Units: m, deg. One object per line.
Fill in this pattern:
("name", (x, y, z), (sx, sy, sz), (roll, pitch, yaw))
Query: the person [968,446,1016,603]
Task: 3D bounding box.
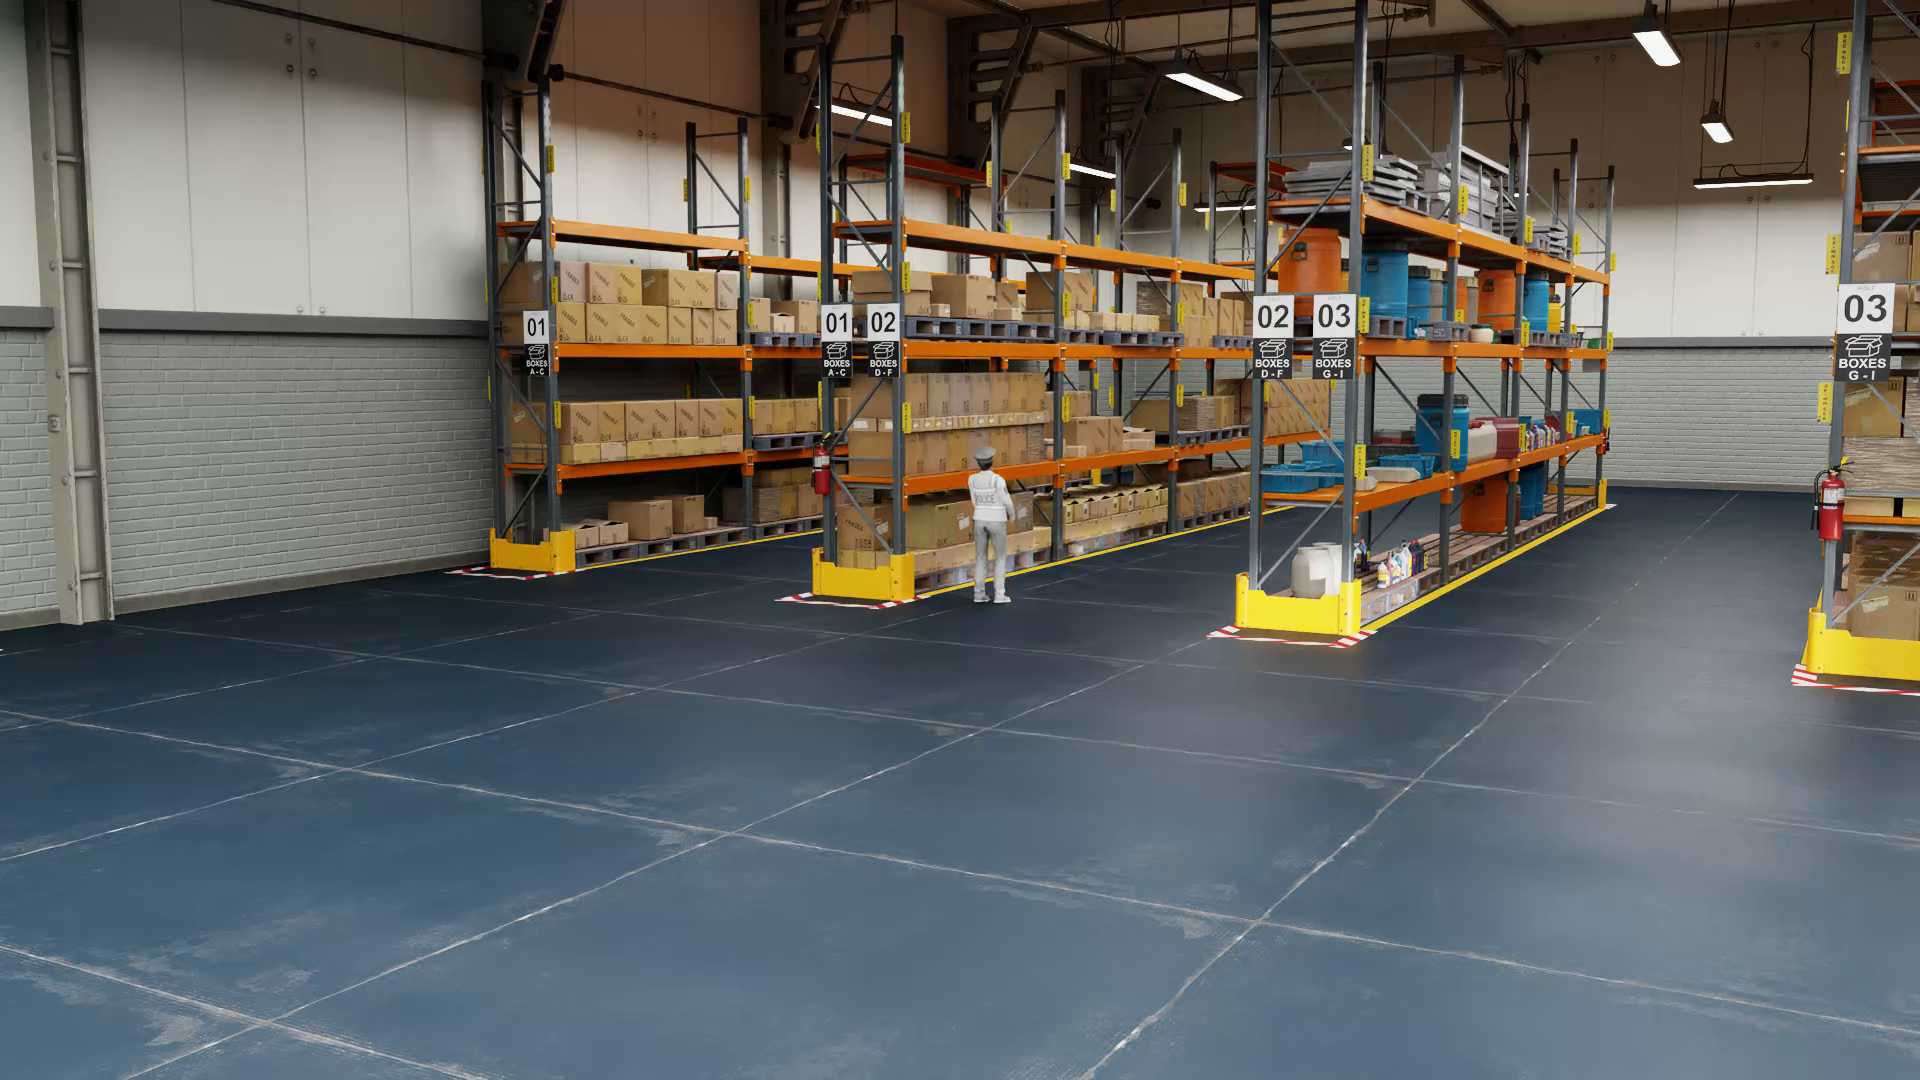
("person", (0.350, -0.167, 17.831), (0.459, 1.686, 0.563), (3, 7, 27))
